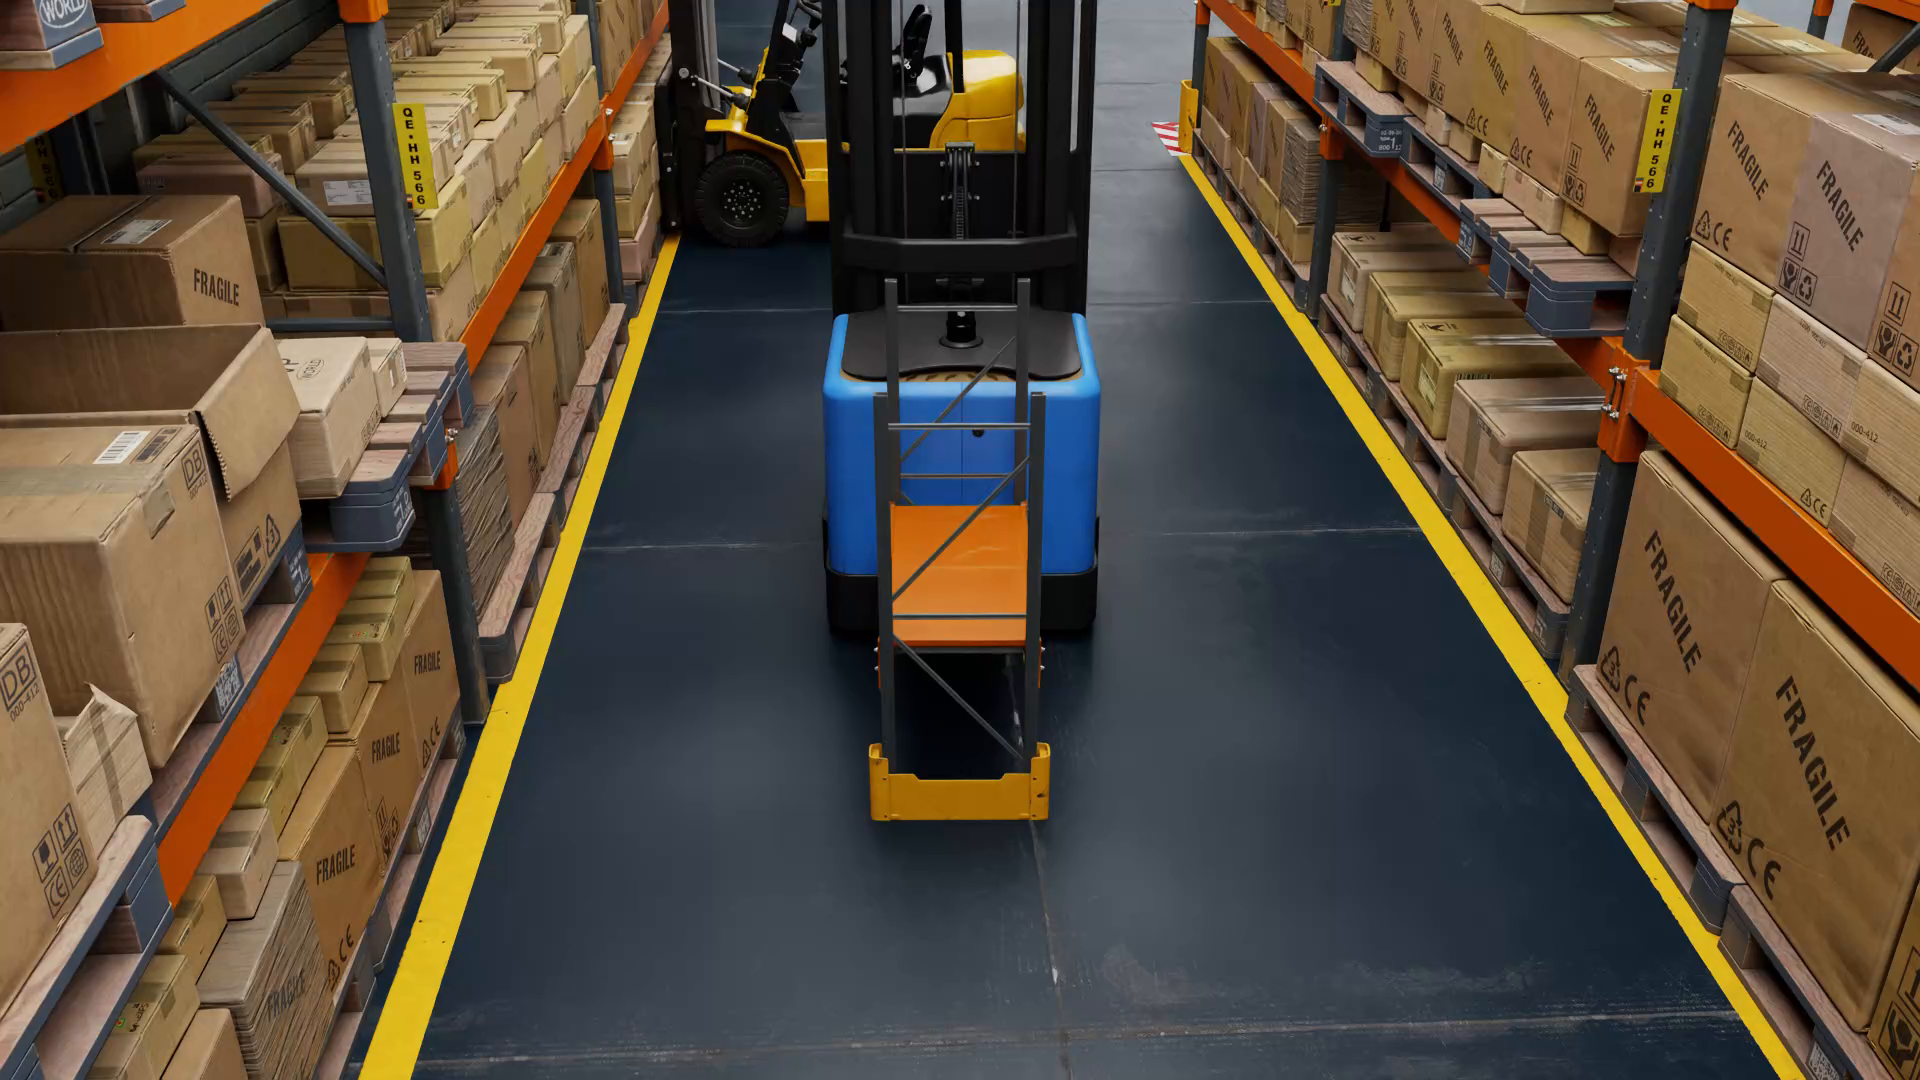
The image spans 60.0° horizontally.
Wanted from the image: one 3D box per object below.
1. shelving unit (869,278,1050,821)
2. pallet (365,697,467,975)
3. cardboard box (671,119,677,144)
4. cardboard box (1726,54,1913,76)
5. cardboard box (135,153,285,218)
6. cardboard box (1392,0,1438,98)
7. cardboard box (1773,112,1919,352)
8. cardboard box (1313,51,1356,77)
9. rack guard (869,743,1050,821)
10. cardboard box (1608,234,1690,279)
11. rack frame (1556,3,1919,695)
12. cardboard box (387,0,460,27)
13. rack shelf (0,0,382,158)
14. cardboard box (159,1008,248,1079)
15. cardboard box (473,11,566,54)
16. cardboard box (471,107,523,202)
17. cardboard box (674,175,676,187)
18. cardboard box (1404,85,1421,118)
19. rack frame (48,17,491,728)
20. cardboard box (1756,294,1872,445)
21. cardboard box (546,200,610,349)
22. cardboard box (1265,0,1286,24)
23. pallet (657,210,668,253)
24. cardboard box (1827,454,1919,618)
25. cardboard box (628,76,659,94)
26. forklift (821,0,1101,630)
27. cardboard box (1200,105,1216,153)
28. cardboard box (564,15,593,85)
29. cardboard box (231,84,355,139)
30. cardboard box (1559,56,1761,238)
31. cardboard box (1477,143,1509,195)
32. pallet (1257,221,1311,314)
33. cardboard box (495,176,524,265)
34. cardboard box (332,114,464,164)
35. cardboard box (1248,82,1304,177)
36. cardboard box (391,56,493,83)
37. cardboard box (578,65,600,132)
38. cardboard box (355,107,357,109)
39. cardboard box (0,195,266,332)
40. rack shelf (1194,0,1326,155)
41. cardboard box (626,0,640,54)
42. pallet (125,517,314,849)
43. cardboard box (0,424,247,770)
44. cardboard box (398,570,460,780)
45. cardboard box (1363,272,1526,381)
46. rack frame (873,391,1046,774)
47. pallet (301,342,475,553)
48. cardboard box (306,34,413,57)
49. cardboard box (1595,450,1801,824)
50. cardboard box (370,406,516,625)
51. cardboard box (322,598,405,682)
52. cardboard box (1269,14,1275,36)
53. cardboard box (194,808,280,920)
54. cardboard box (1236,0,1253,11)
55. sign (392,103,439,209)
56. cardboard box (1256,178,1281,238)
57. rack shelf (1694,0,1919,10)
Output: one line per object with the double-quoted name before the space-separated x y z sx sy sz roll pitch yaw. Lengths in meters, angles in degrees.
"shelving unit" -0.005 0.010 5.609 0.587 1.500 1.083 0 28 0
"pallet" -2.208 0.906 5.285 1.003 0.211 1.213 -1 28 -3
"cardboard box" -2.226 -2.872 11.492 0.500 0.250 0.500 -2 28 -4
"cardboard box" 2.955 -1.374 5.756 0.500 0.500 0.500 -2 28 -4
"cardboard box" -2.428 -1.153 5.408 0.380 0.149 0.250 -1 28 -1
"cardboard box" 2.316 -2.324 7.578 0.500 0.500 0.500 -2 28 -3
"cardboard box" 2.565 -0.823 4.395 0.500 0.500 0.500 -1 28 -2
"cardboard box" 2.217 -2.675 9.406 0.380 0.149 0.250 -2 28 -3
"rack guard" -0.002 0.794 5.457 0.587 0.250 0.087 0 28 0
"cardboard box" 2.495 -1.018 5.776 0.380 0.149 0.250 0 28 -1
"rack frame" 2.748 -0.798 5.536 1.000 3.000 0.127 -1 28 -3
"cardboard box" -2.652 -2.563 8.110 0.380 0.149 0.250 -2 28 -4
"rack shelf" -2.105 -0.764 3.005 1.077 0.370 4.000 -1 28 -3
"cardboard box" -1.860 1.388 3.594 0.500 0.500 0.500 -2 28 -4
"cardboard box" -2.041 -2.352 7.706 0.380 0.149 0.250 -2 28 -4
"cardboard box" -2.023 -1.516 6.534 0.500 0.250 0.500 -2 28 -4
"cardboard box" -2.204 -2.428 11.181 0.500 0.250 0.500 -1 28 -1
"cardboard box" 2.319 -2.093 7.836 0.380 0.149 0.250 -1 28 -2
"rack frame" -2.209 -0.676 5.303 1.000 3.000 0.127 -1 28 -3
"cardboard box" 2.553 -0.474 4.537 0.500 0.250 0.500 -1 28 -1
"cardboard box" -2.380 -1.416 8.835 0.875 0.625 0.625 0 28 0
"cardboard box" 2.202 -3.497 10.282 0.500 0.500 0.500 -1 28 -1
"pallet" -2.485 -2.220 11.278 1.003 0.211 1.213 -1 28 -3
"cardboard box" 2.588 -0.020 4.207 0.500 0.250 0.500 0 28 -1
"cardboard box" -2.204 -2.873 10.953 0.500 0.250 0.500 -2 28 -4
"forklift" -0.005 -1.589 7.126 1.130 2.935 3.031 0 28 0
"cardboard box" 2.096 -3.080 12.431 0.500 0.250 0.500 -2 28 -3
"cardboard box" -2.137 -2.458 8.341 0.500 0.250 0.500 -2 28 -4
"cardboard box" -2.525 -1.627 6.316 0.380 0.149 0.250 -2 28 -3
"cardboard box" 2.446 -1.363 5.736 0.500 0.500 0.500 -2 28 -4
"cardboard box" 2.318 -1.499 6.698 0.380 0.149 0.250 -1 28 -2
"pallet" 2.468 -1.718 10.315 1.003 0.211 1.213 -1 28 -3
"cardboard box" -2.044 -1.291 6.643 0.500 0.250 0.500 -2 28 -4
"cardboard box" -1.986 -1.404 5.888 0.380 0.149 0.250 -1 28 -1
"cardboard box" 2.184 -2.682 10.856 0.500 0.500 0.500 0 28 0
"cardboard box" -2.120 -1.876 6.794 0.380 0.149 0.250 -1 28 -3
"cardboard box" -2.131 -2.230 8.445 0.500 0.250 0.500 -1 28 -1
"cardboard box" -2.581 -1.732 6.949 0.500 0.250 0.500 -2 28 -4
"cardboard box" -2.338 -0.665 4.719 0.500 0.500 0.500 0 28 0
"rack shelf" 2.434 -3.250 11.015 1.077 0.370 4.000 -1 28 -3
"cardboard box" -2.252 -3.253 10.135 0.500 0.500 0.500 -2 28 -3
"pallet" -2.103 0.307 3.625 1.003 0.211 1.213 -1 28 -3
"cardboard box" -1.870 0.110 3.233 0.700 0.500 0.500 -2 28 -3
"cardboard box" -1.972 0.436 5.419 0.500 0.500 0.500 -1 28 -1
"cardboard box" 2.609 -1.092 8.487 0.950 0.372 0.625 0 28 1
"rack frame" -0.002 0.241 5.167 0.500 1.500 0.032 0 28 0
"pallet" -2.104 -0.280 4.750 1.213 0.211 1.003 -1 28 -3
"cardboard box" -2.600 -2.098 7.219 0.380 0.149 0.250 -2 28 -3
"cardboard box" 2.701 0.279 5.315 0.875 0.875 0.875 -2 28 -3
"cardboard box" -2.228 -0.098 6.308 0.875 0.625 0.625 -1 28 -1
"cardboard box" -1.885 0.306 4.968 0.380 0.149 0.250 -3 28 -5
"cardboard box" 2.178 -3.263 10.533 0.380 0.149 0.250 -2 28 -4
"cardboard box" -1.889 0.793 4.033 0.380 0.149 0.250 -3 28 -5
"cardboard box" 2.115 -3.741 11.451 0.380 0.149 0.250 -1 28 -1
"sign" -1.668 -1.172 5.087 0.100 0.325 0.005 -1 28 -3
"cardboard box" 2.202 -2.124 10.598 0.500 0.250 0.500 -2 28 -4
"rack shelf" 2.852 -0.885 3.238 1.077 0.370 4.000 -1 28 -3
